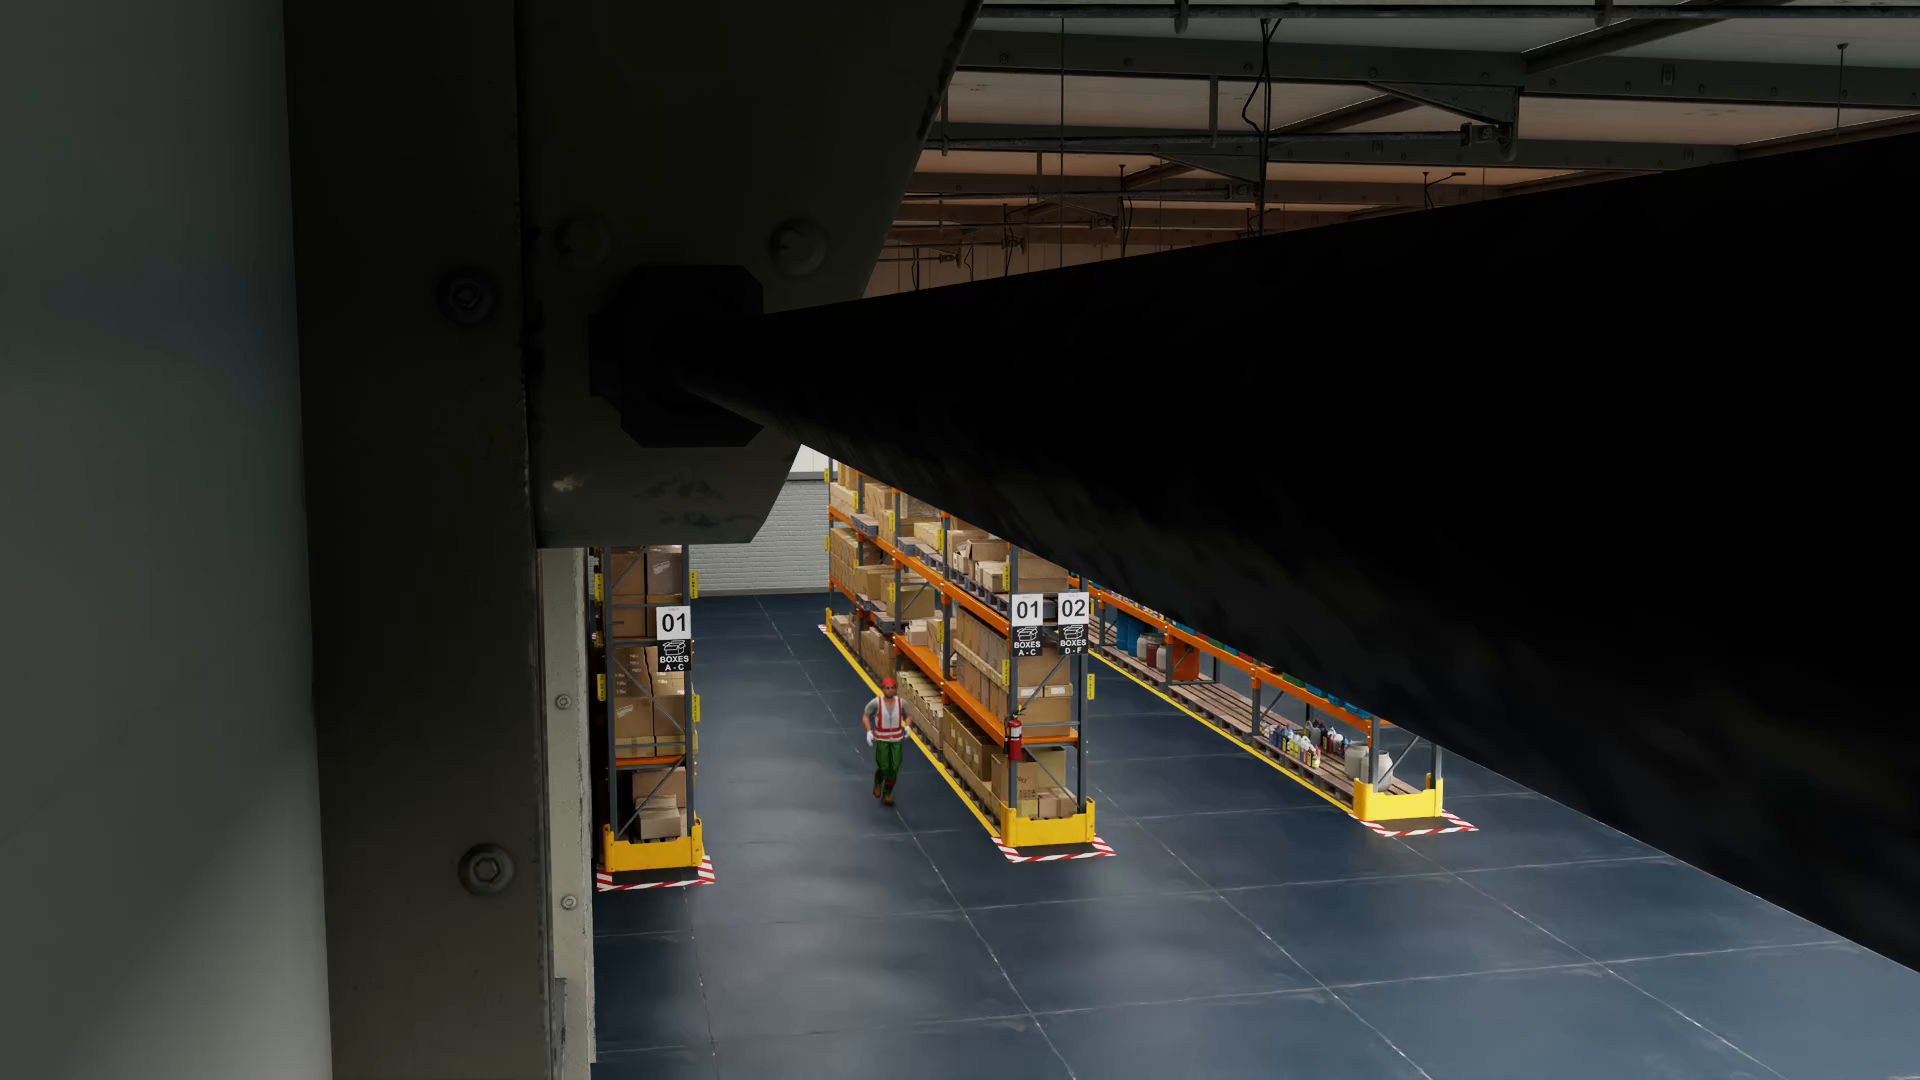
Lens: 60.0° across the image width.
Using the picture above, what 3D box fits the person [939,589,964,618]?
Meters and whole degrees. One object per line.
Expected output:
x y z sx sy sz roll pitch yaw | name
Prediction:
-0.122 1.281 35.328 0.674 1.757 0.700 -2 7 -16 | person

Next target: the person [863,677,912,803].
-0.961 2.748 22.796 0.668 1.749 0.583 -2 7 -17 | person
